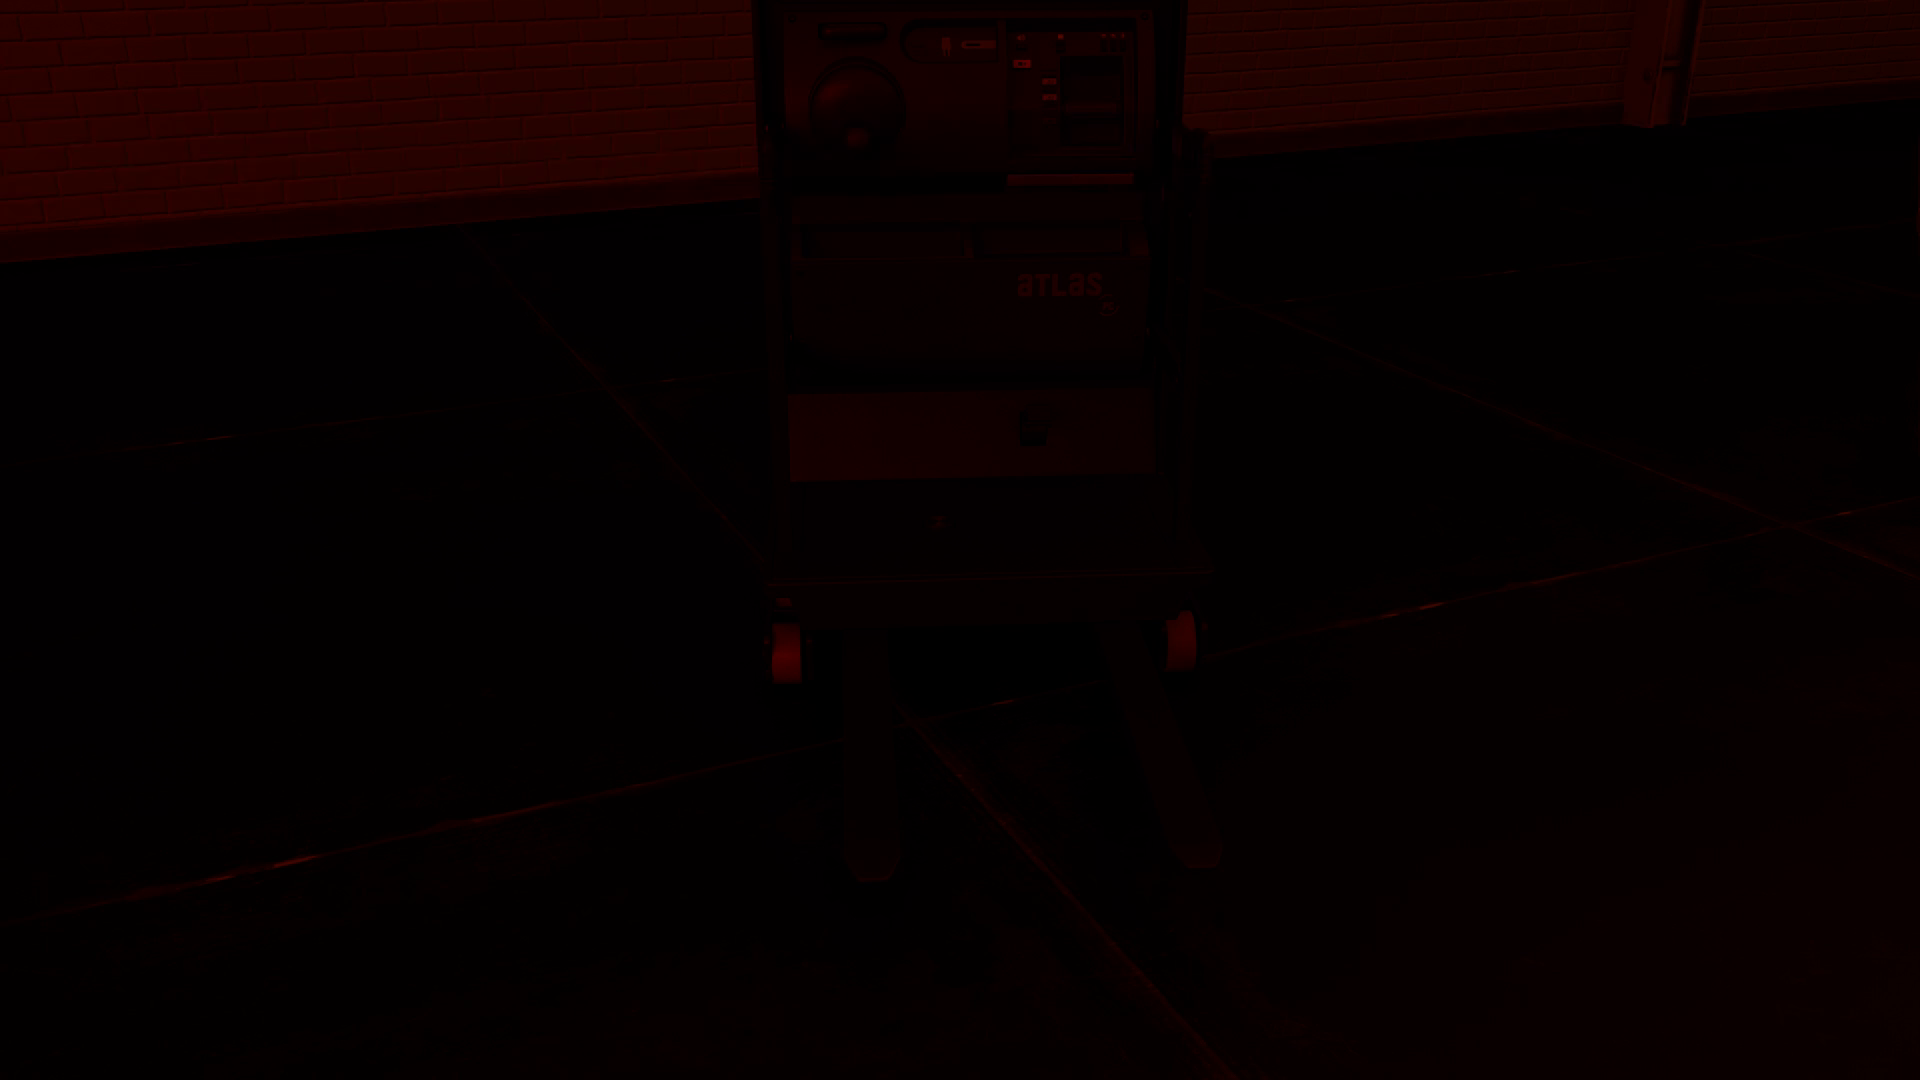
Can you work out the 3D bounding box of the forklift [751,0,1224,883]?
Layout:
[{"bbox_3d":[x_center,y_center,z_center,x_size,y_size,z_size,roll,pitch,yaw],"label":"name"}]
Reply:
[{"bbox_3d":[0.042,-1.115,3.970,1.130,2.935,3.031,-2,23,-4],"label":"forklift"}]

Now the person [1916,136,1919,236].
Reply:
[{"bbox_3d":[3.450,-1.069,5.364,0.566,1.768,0.665,-13,26,-29],"label":"person"}]
